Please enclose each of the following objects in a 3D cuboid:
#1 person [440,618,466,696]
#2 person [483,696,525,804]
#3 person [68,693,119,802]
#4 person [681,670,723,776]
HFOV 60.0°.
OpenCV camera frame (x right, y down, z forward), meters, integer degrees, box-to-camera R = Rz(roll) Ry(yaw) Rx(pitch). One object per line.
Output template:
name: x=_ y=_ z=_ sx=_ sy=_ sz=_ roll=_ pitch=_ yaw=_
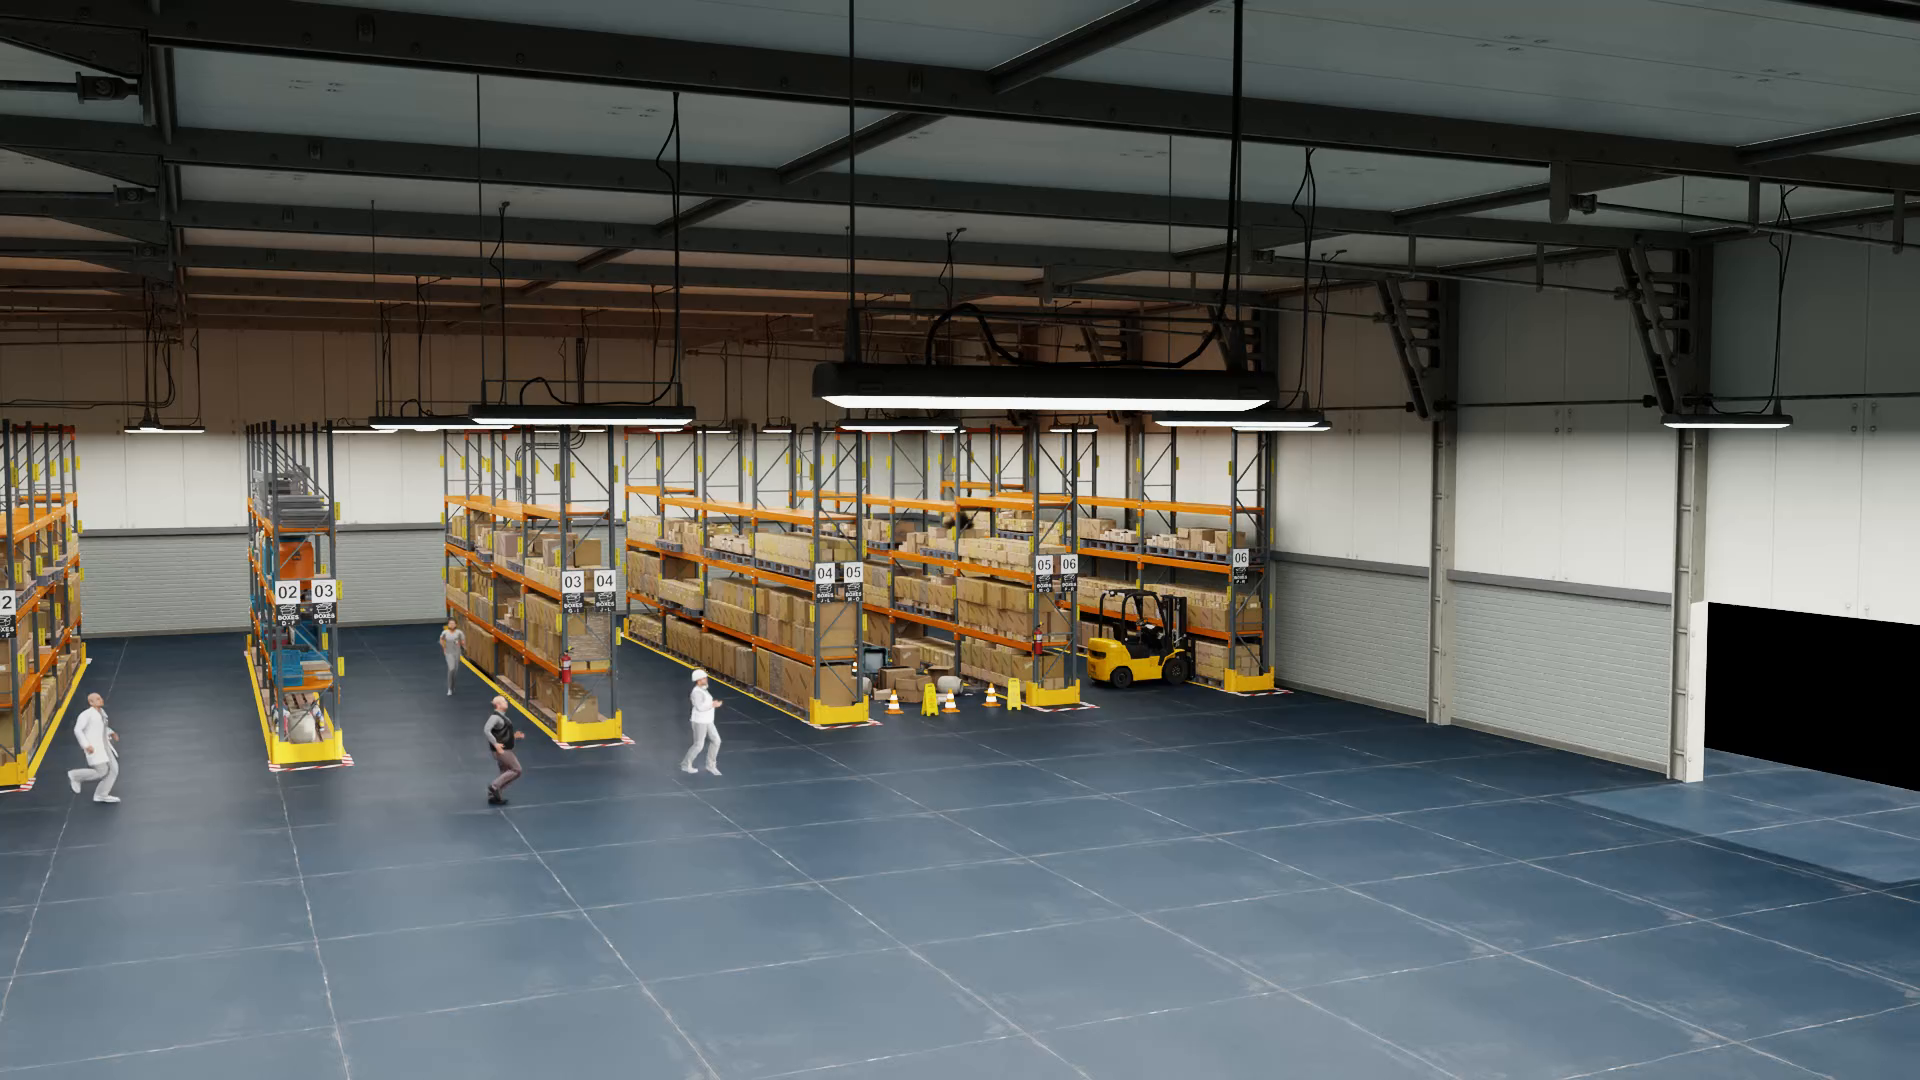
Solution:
person: x=-11.253 y=2.595 z=36.946 sx=0.536 sy=1.725 sz=0.737 roll=-2 pitch=4 yaw=-25
person: x=-7.062 y=3.259 z=25.829 sx=0.591 sy=1.680 sz=0.644 roll=0 pitch=4 yaw=-8
person: x=-13.528 y=3.242 z=25.978 sx=0.681 sy=1.714 sz=0.717 roll=0 pitch=4 yaw=5
person: x=-4.332 y=3.088 z=27.963 sx=0.734 sy=1.825 sz=0.639 roll=0 pitch=4 yaw=7
